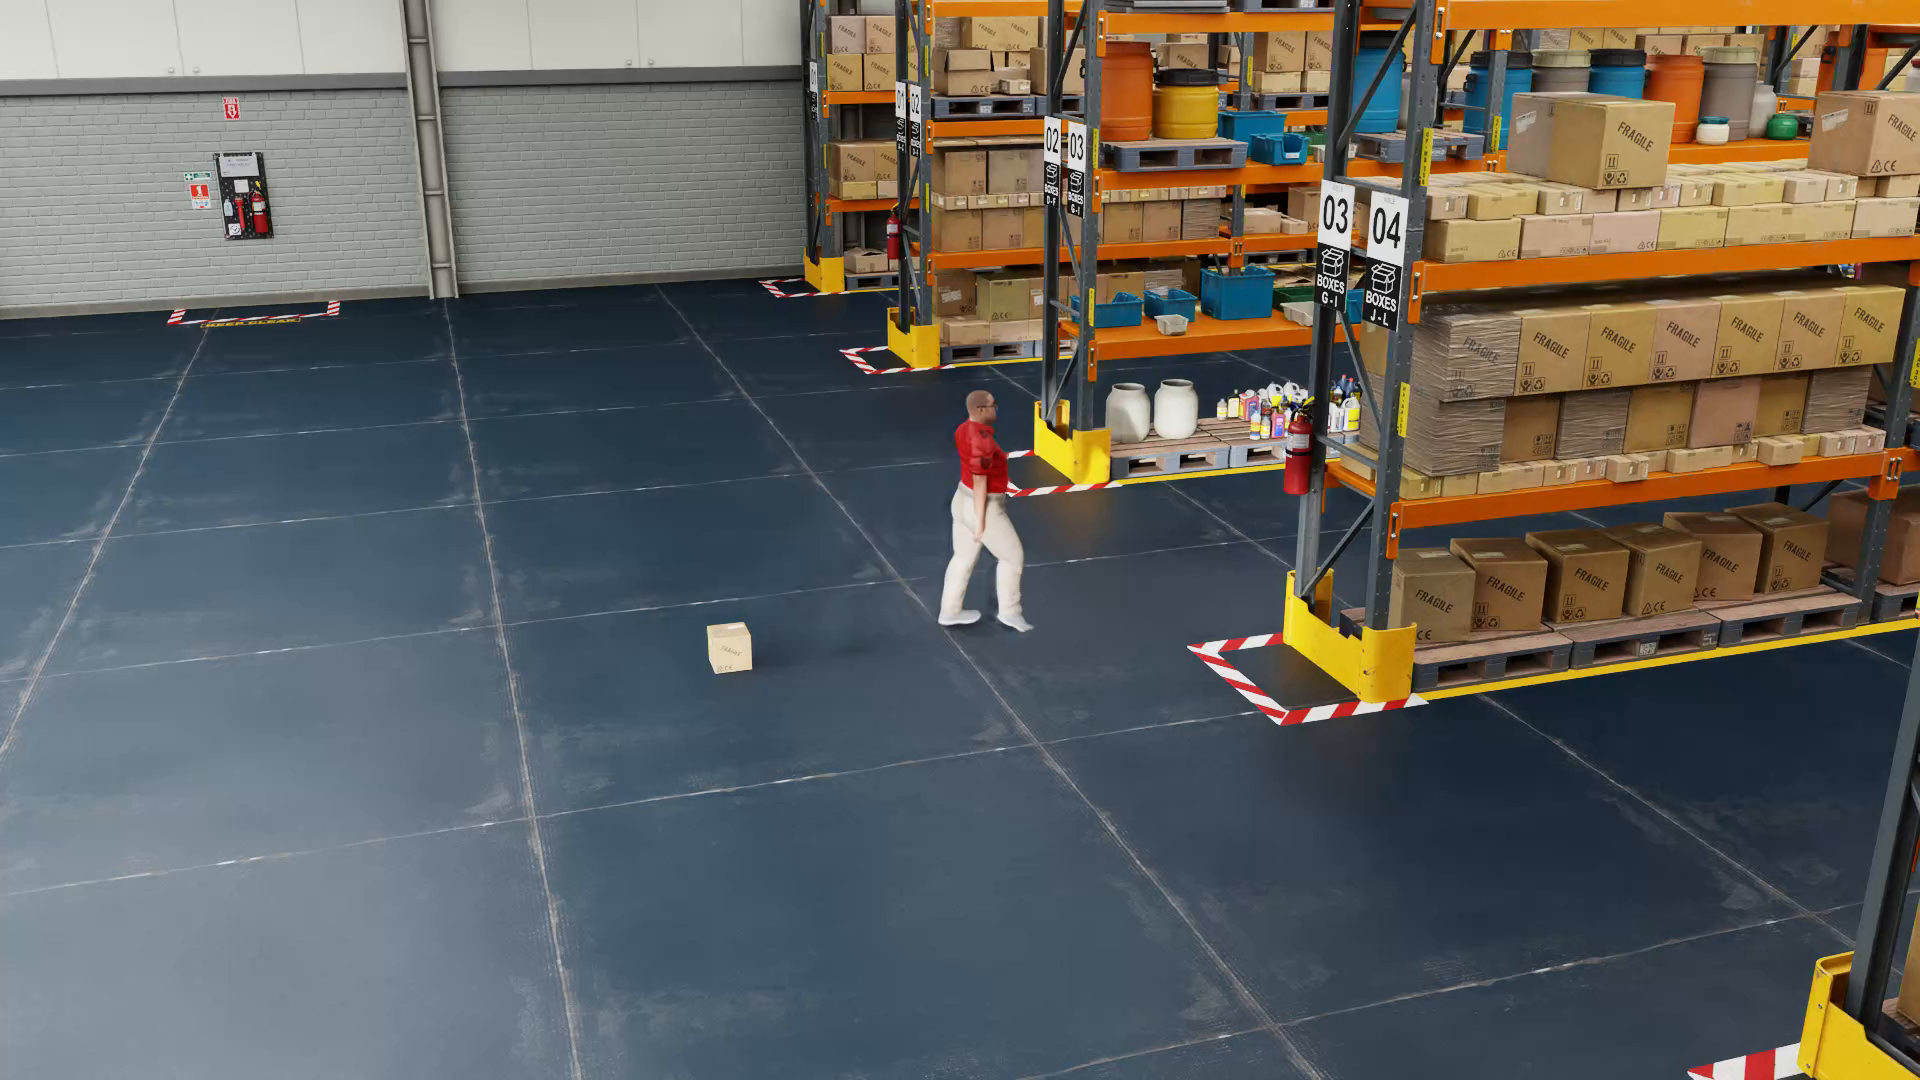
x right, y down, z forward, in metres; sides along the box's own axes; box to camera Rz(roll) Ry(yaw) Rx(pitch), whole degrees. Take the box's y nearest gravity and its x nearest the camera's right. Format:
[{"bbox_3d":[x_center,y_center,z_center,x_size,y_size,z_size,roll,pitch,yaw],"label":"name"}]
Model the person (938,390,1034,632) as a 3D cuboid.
[{"bbox_3d":[0.179,-0.181,11.680,0.663,1.793,0.547,-8,21,-22],"label":"person"}]
